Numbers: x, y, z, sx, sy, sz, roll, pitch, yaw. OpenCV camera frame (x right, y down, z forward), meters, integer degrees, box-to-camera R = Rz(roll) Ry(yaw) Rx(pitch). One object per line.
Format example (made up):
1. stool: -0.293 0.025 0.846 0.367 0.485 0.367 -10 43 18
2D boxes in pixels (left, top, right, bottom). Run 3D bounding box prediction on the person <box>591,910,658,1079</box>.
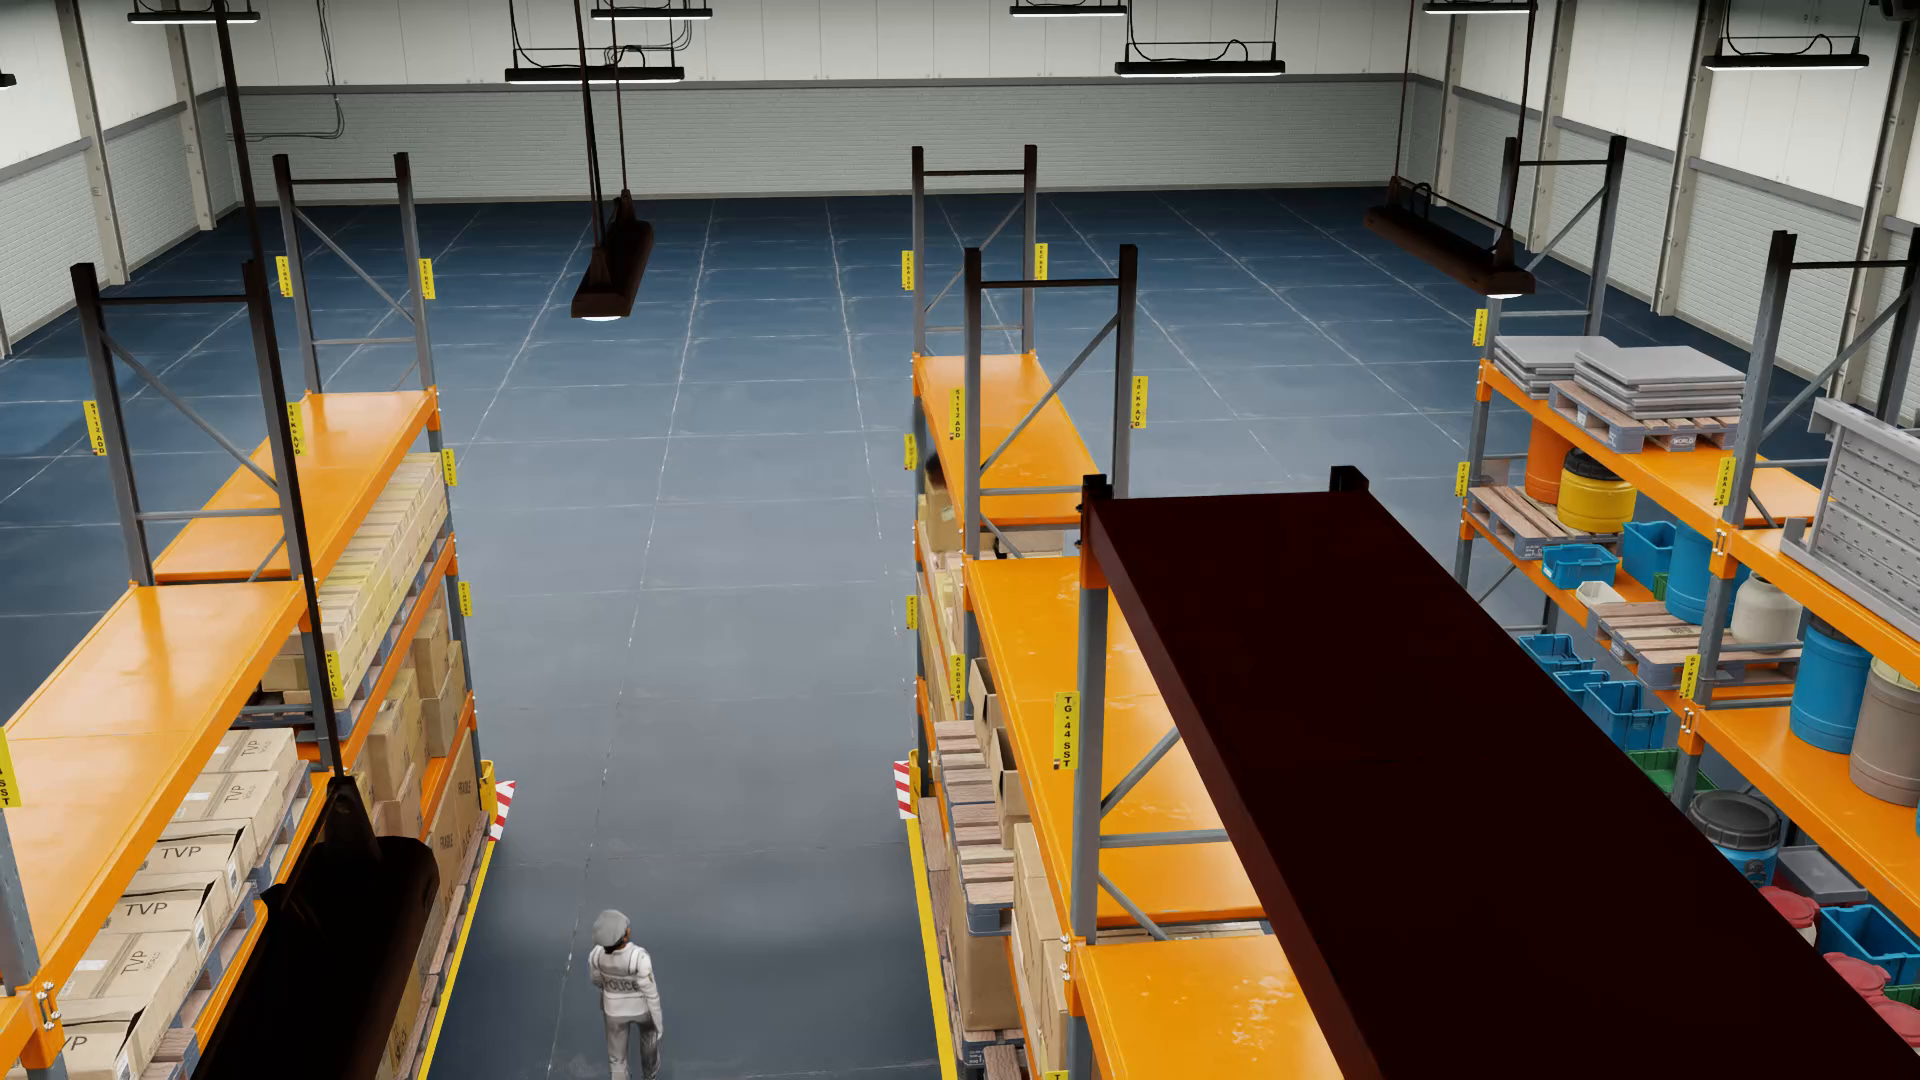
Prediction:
1. person: -2.253 3.196 11.273 0.387 1.570 0.765 -4 22 -11
